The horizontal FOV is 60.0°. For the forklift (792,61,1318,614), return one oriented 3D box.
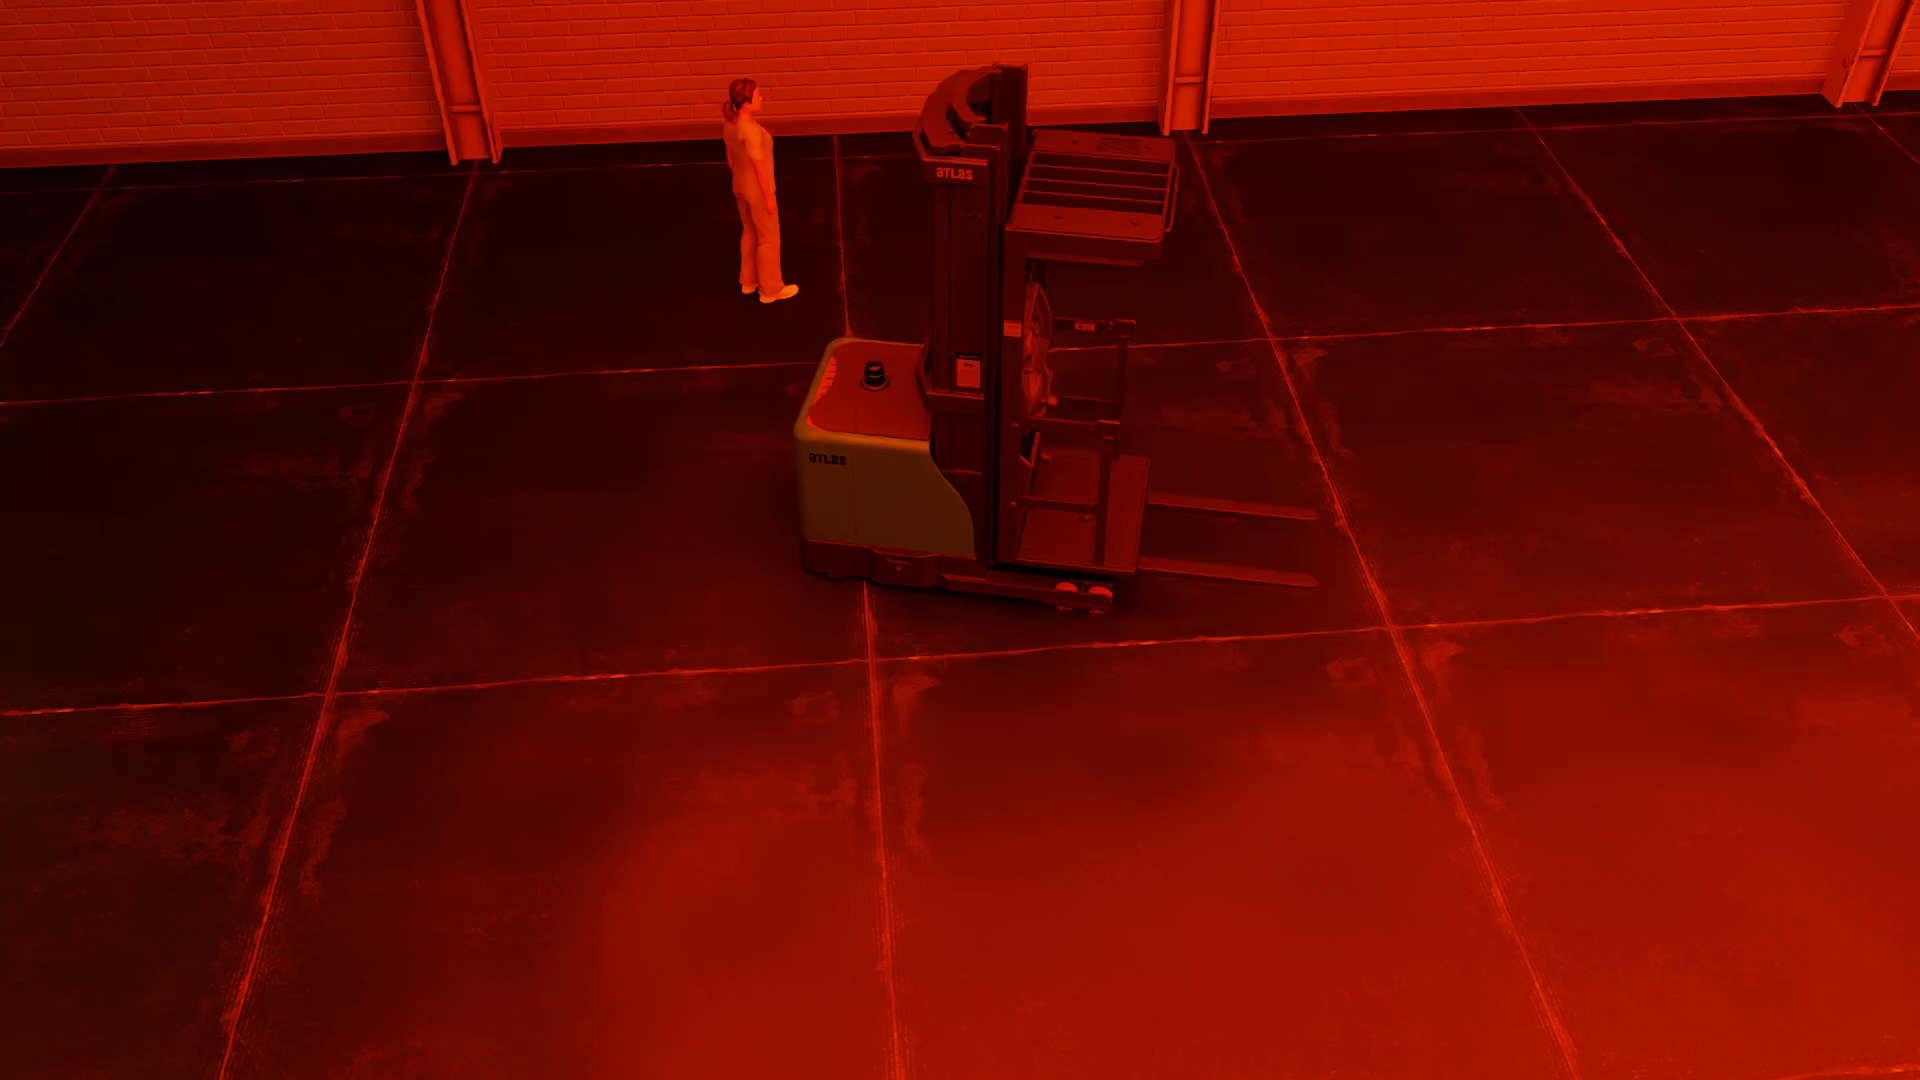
[{"bbox_3d":[0.611,-1.057,9.174,3.031,2.935,1.130,6,41,7],"label":"forklift"}]

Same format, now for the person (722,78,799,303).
[{"bbox_3d":[-1.445,-2.486,11.813,0.388,1.673,0.491,-26,47,-27],"label":"person"}]
